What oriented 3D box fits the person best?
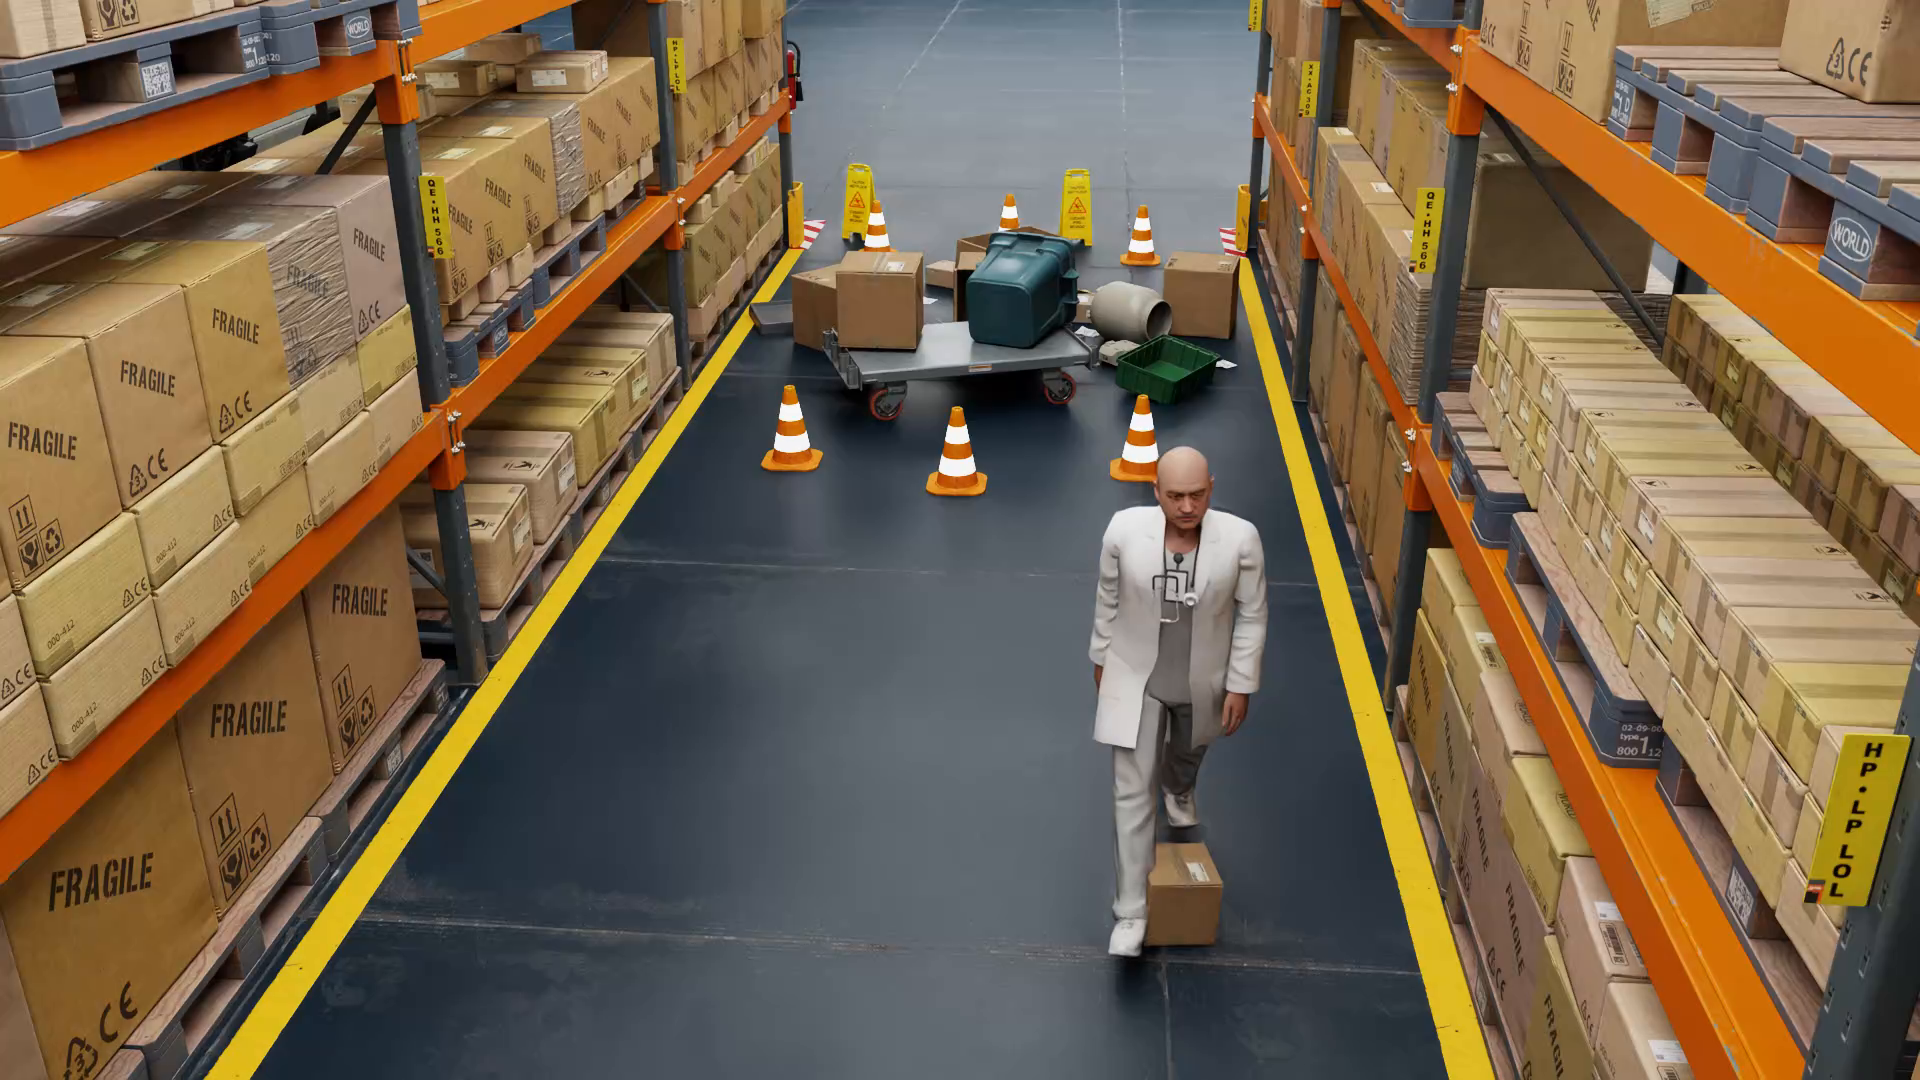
[{"bbox_3d":[0.731,0.462,5.656,0.586,1.718,1.216,1,24,3],"label":"person"}]
